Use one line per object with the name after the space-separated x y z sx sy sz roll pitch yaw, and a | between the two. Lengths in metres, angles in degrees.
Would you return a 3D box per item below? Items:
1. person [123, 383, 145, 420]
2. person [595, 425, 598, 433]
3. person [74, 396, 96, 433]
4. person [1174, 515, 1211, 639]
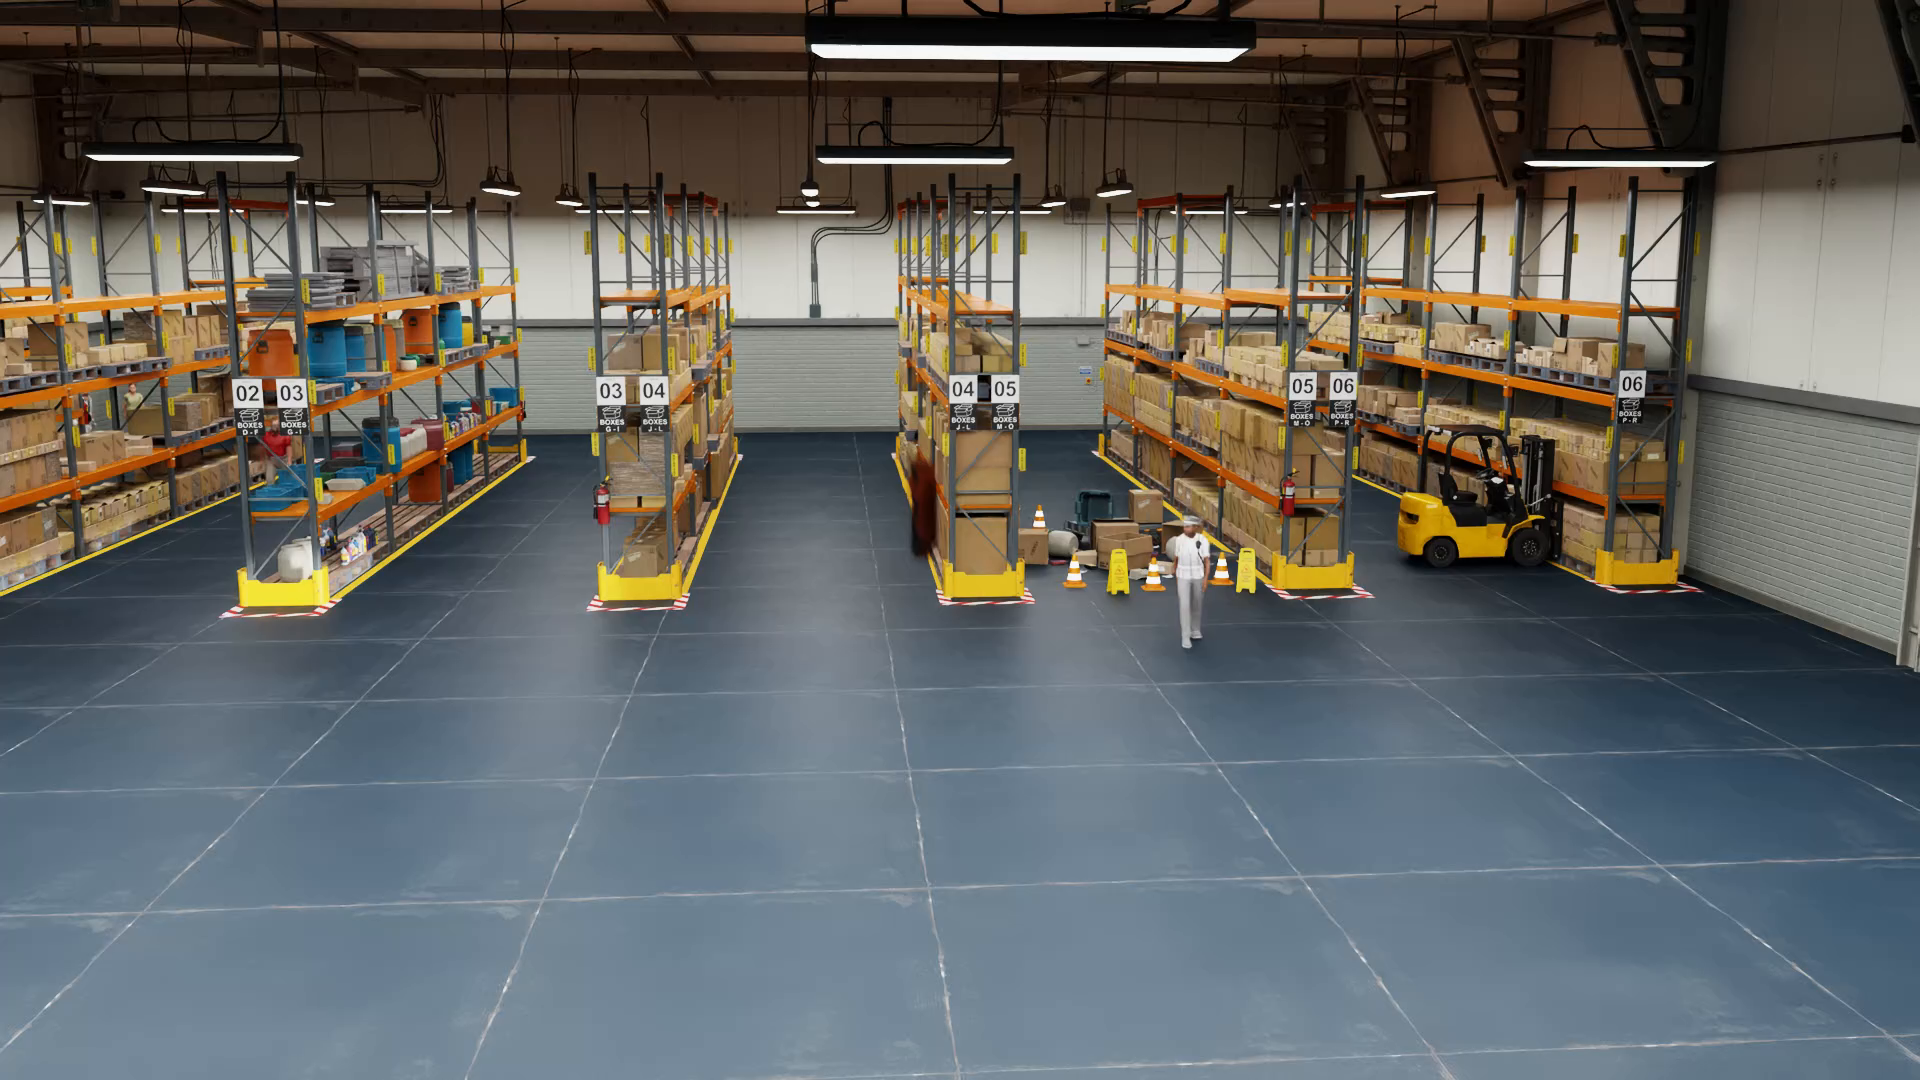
-20.759 -3.156 41.812 0.484 1.609 1.106 -6 12 -30 | person
-7.431 -1.849 35.311 0.528 1.348 0.686 1 10 4 | person
-20.842 -2.690 39.454 0.504 1.515 0.563 1 10 3 | person
2.947 0.454 21.115 0.472 1.556 0.752 2 10 10 | person
